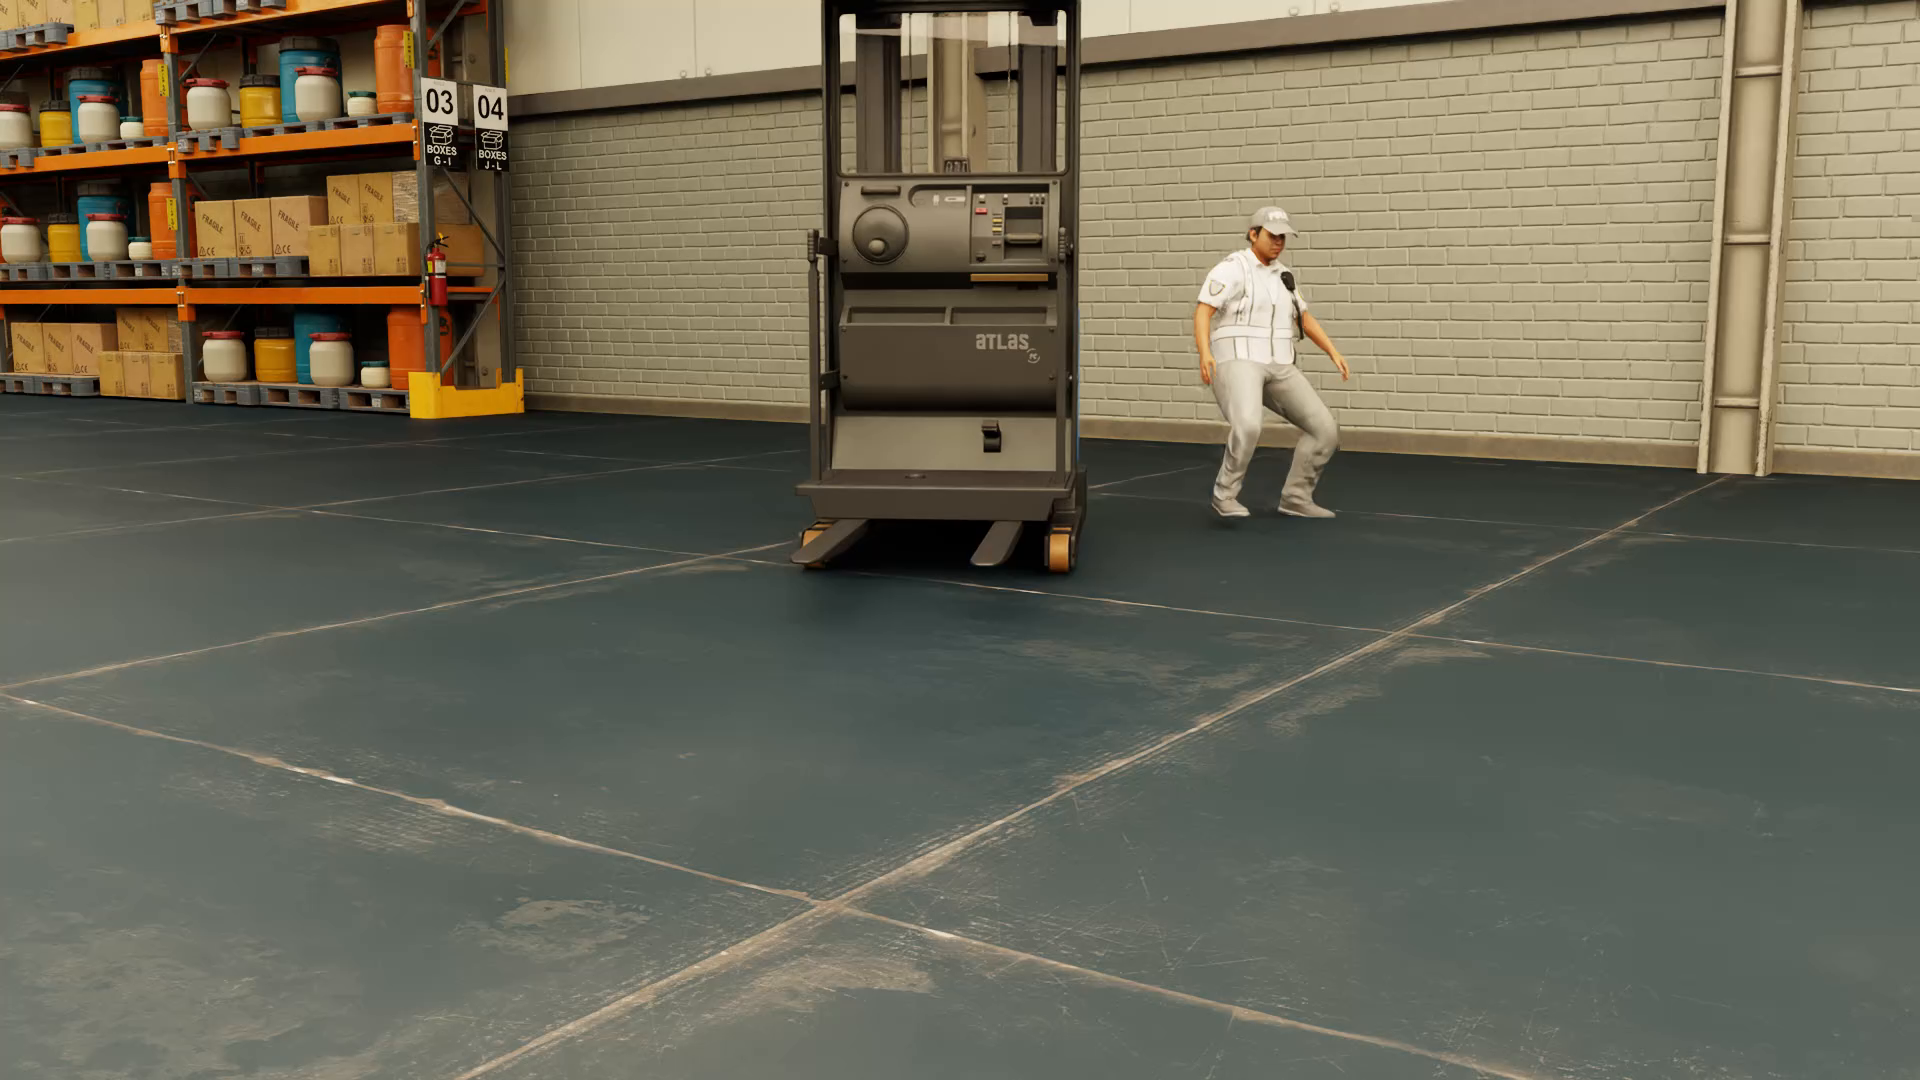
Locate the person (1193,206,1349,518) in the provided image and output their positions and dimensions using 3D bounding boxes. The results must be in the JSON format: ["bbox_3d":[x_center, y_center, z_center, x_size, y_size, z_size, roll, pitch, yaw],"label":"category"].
[{"bbox_3d":[1.527,-0.853,8.190,0.865,1.562,0.529,-4,9,-27],"label":"person"}]

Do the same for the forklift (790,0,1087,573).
[{"bbox_3d":[-0.064,-1.366,6.796,1.130,2.935,3.031,1,8,6],"label":"forklift"}]
